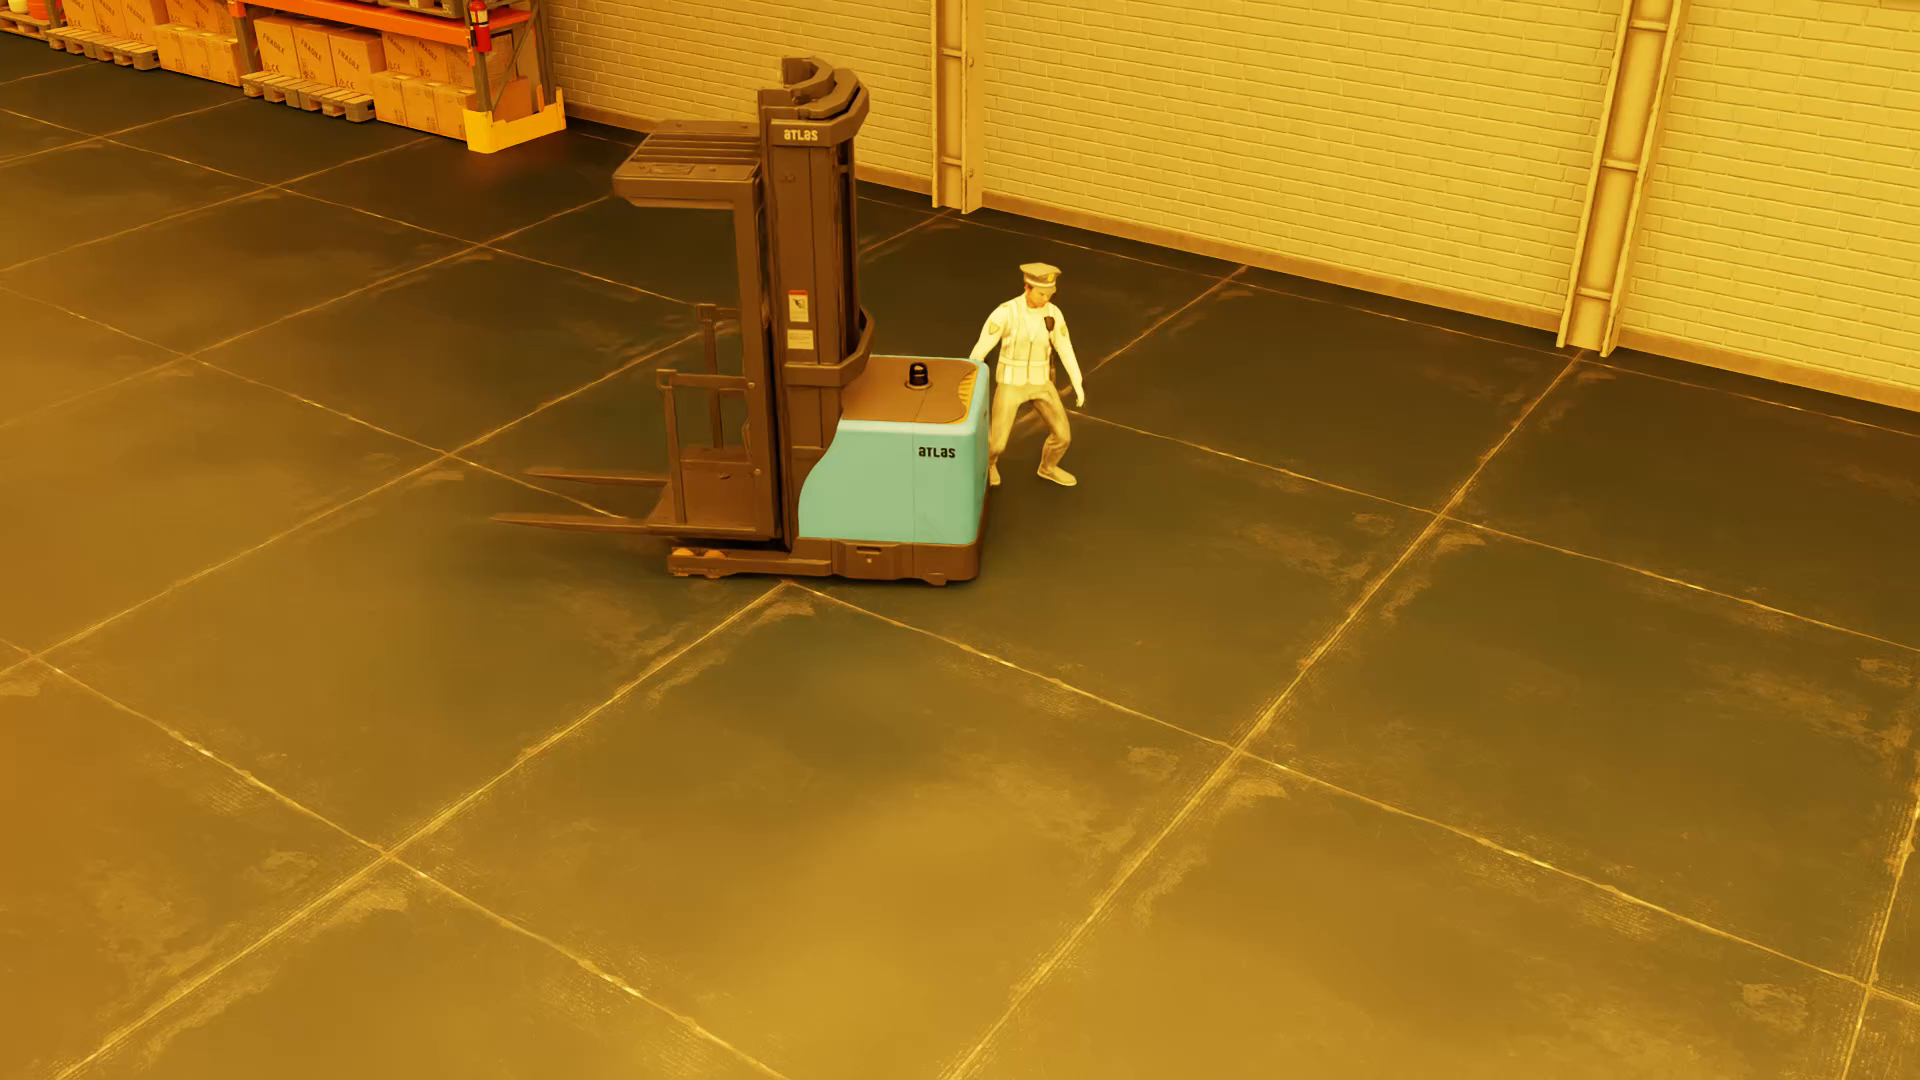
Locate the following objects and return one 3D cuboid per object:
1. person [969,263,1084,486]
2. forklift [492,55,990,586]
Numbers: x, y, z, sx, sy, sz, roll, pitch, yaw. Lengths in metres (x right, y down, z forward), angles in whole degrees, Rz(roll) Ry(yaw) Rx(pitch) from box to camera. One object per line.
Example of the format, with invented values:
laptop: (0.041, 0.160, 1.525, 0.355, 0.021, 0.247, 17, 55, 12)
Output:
person: (0.391, -1.021, 10.699, 0.817, 1.587, 0.460, -5, 30, -8)
forklift: (-1.356, -1.295, 9.811, 3.031, 2.935, 1.130, 3, 30, 5)
